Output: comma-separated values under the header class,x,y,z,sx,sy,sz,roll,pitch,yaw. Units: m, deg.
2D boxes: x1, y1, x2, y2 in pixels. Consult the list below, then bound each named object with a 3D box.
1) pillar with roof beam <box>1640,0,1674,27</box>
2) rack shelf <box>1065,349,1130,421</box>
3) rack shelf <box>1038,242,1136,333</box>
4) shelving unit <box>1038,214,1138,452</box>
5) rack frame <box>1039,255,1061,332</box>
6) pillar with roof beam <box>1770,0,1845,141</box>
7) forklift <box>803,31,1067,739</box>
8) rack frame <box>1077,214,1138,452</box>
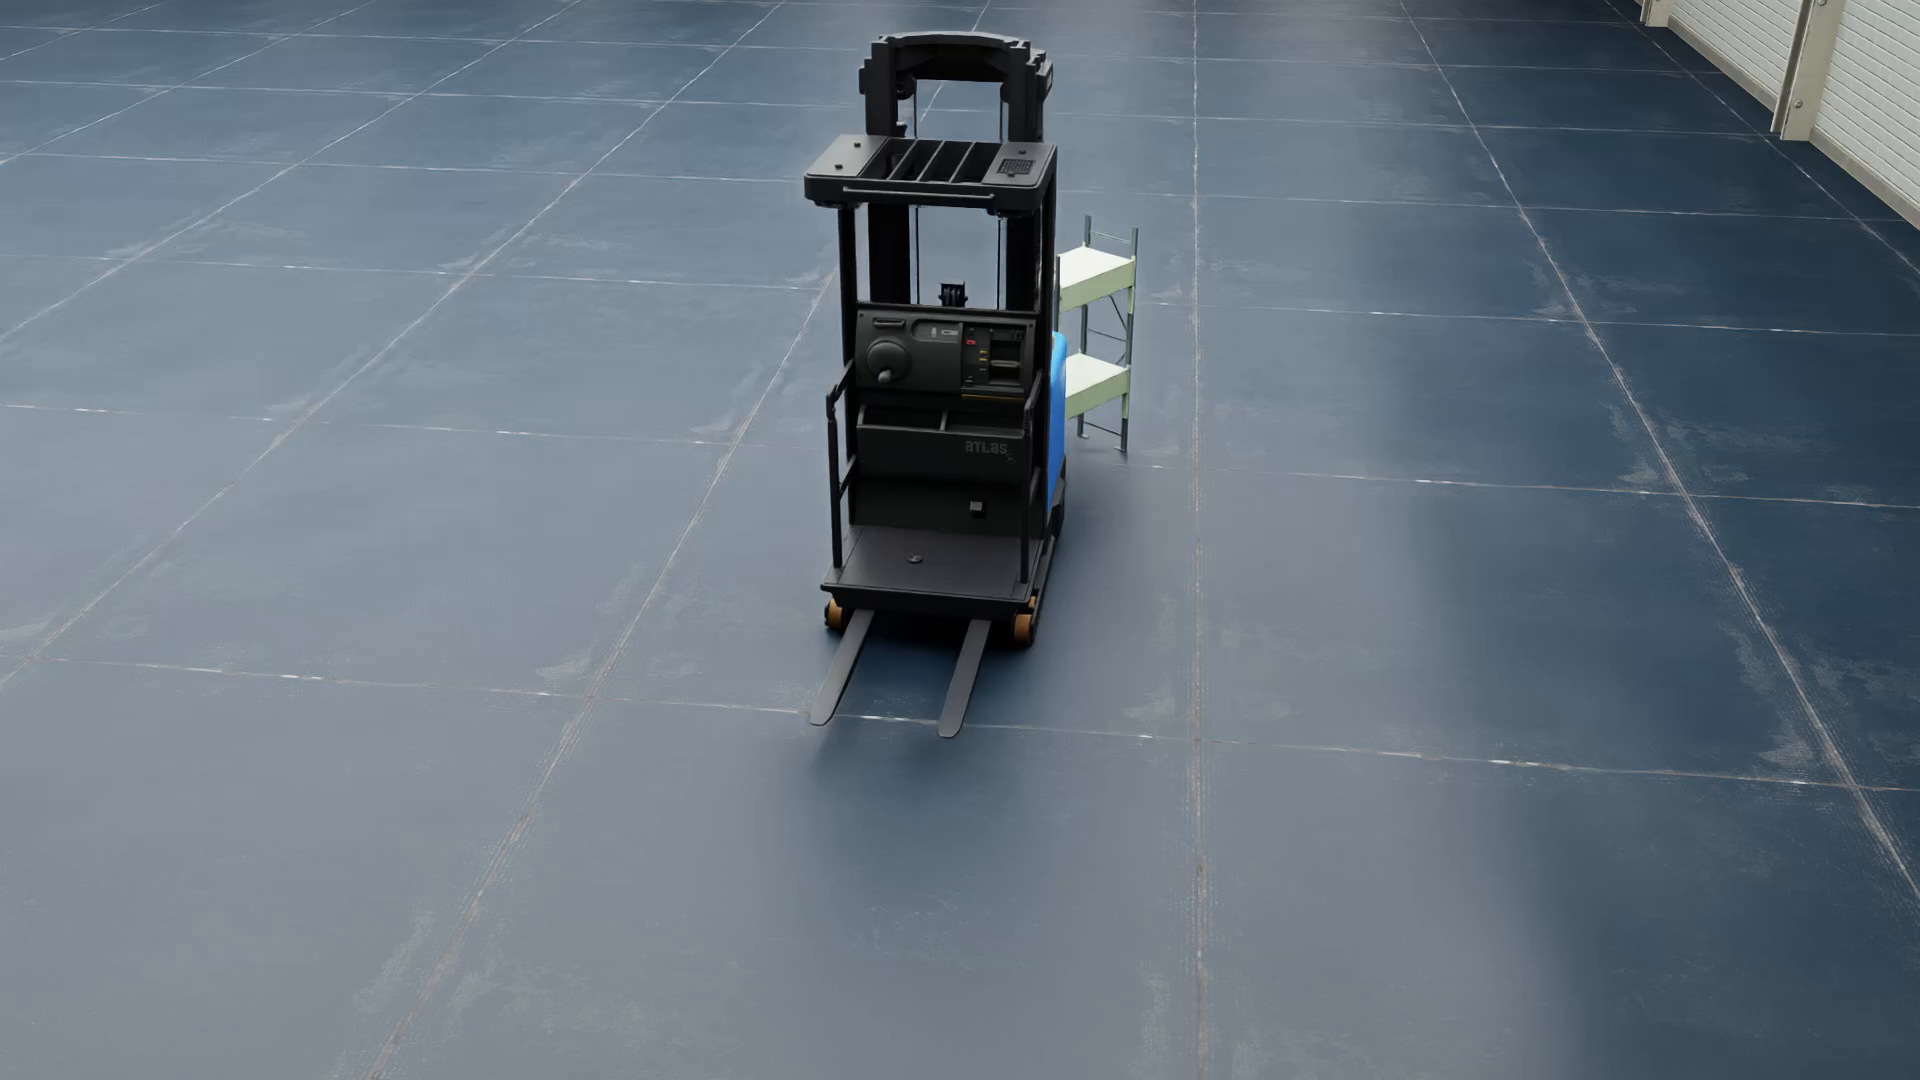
class,x,y,z,sx,sy,sz,roll,pitch,yaw
pillar with roof beam,5.342,-11.359,21.346,9.100,9.000,0.400,3,28,6
rack shelf,0.681,-0.886,10.501,0.431,0.370,0.720,24,36,37
rack shelf,0.681,-1.517,10.162,0.431,0.370,0.720,24,36,37
shelving unit,0.681,-1.173,10.347,0.431,1.500,0.755,24,36,37
rack frame,0.431,-1.047,10.111,0.400,1.500,0.023,24,36,37
pillar with roof beam,4.607,-8.534,16.104,9.100,9.000,0.400,3,28,6
forklift,-0.112,-0.924,8.375,1.130,2.935,3.031,5,29,8
rack frame,0.931,-1.300,10.582,0.400,1.500,0.023,24,36,37
